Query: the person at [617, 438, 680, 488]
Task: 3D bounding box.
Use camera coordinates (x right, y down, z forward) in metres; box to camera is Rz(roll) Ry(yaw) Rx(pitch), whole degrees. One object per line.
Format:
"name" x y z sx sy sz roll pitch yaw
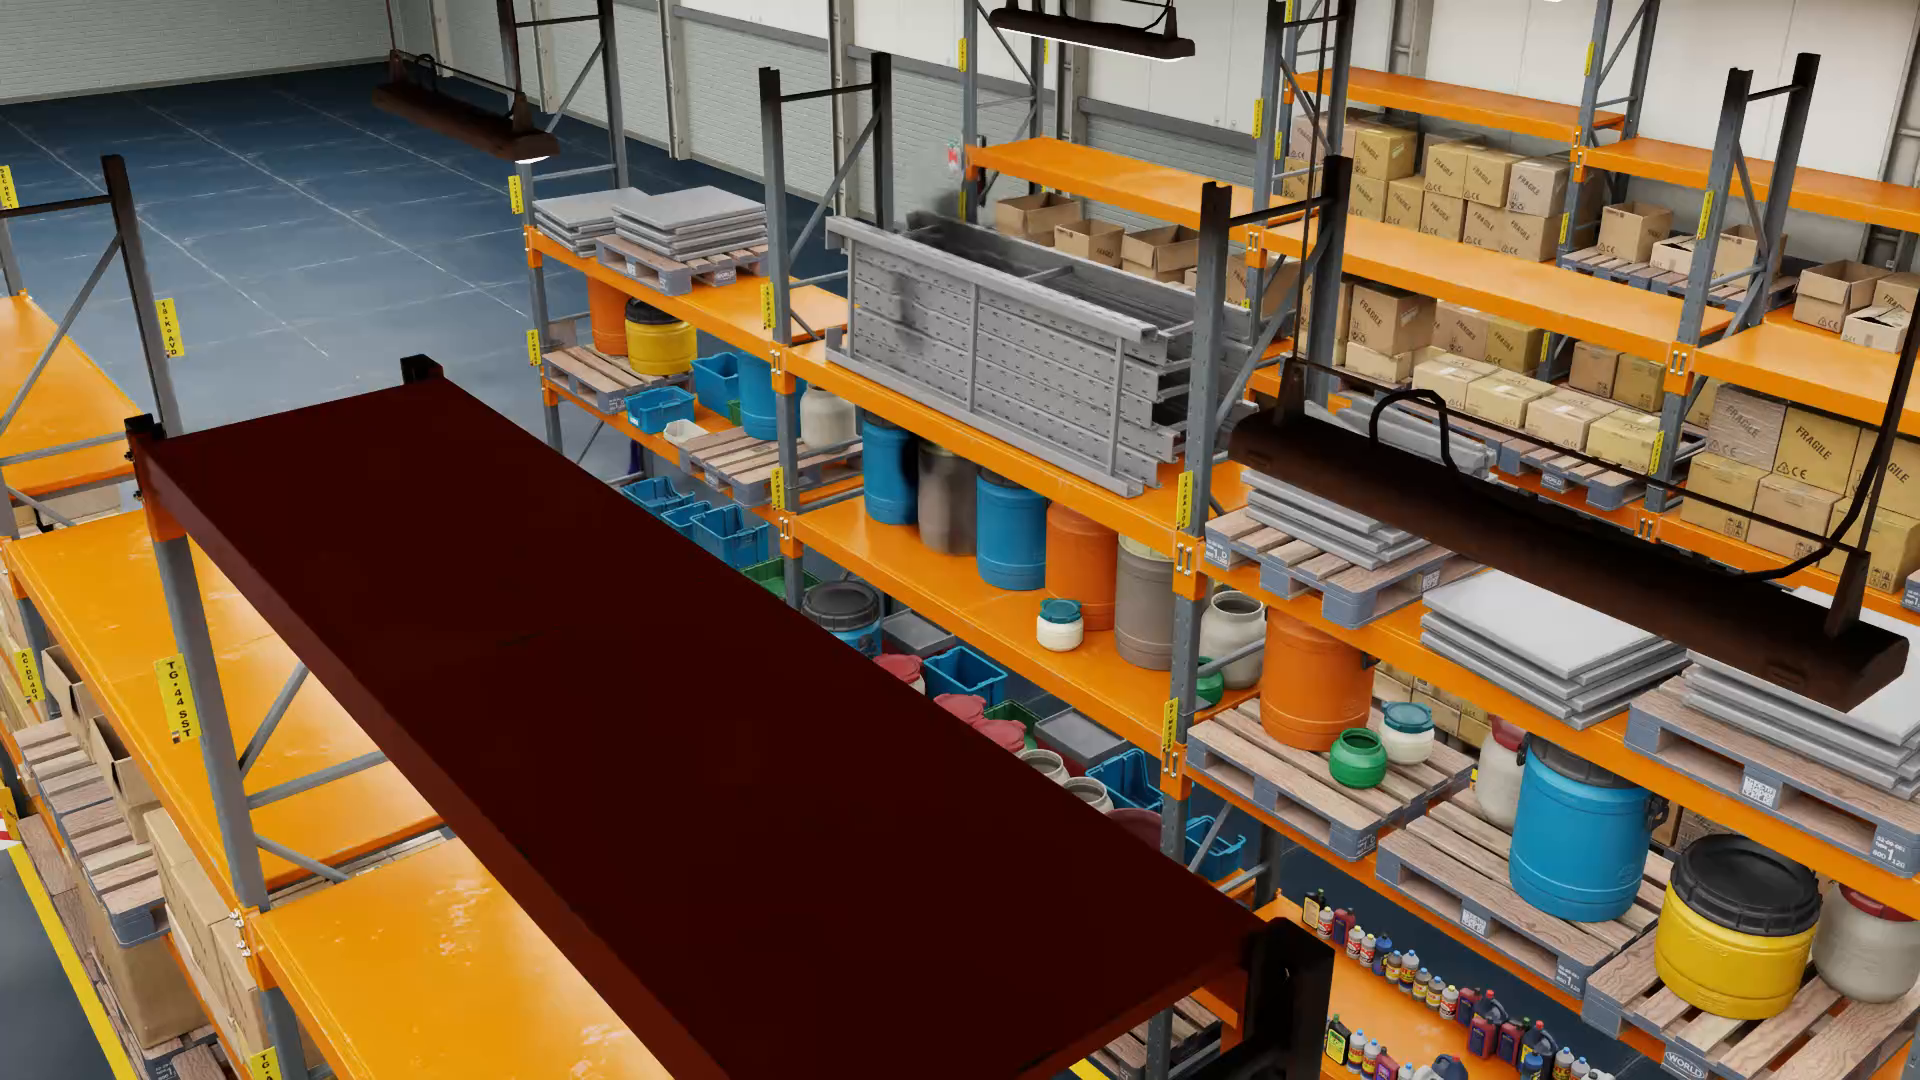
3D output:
"person" -3.600 -1.437 19.371 0.931 1.651 0.619 -6 27 -12
